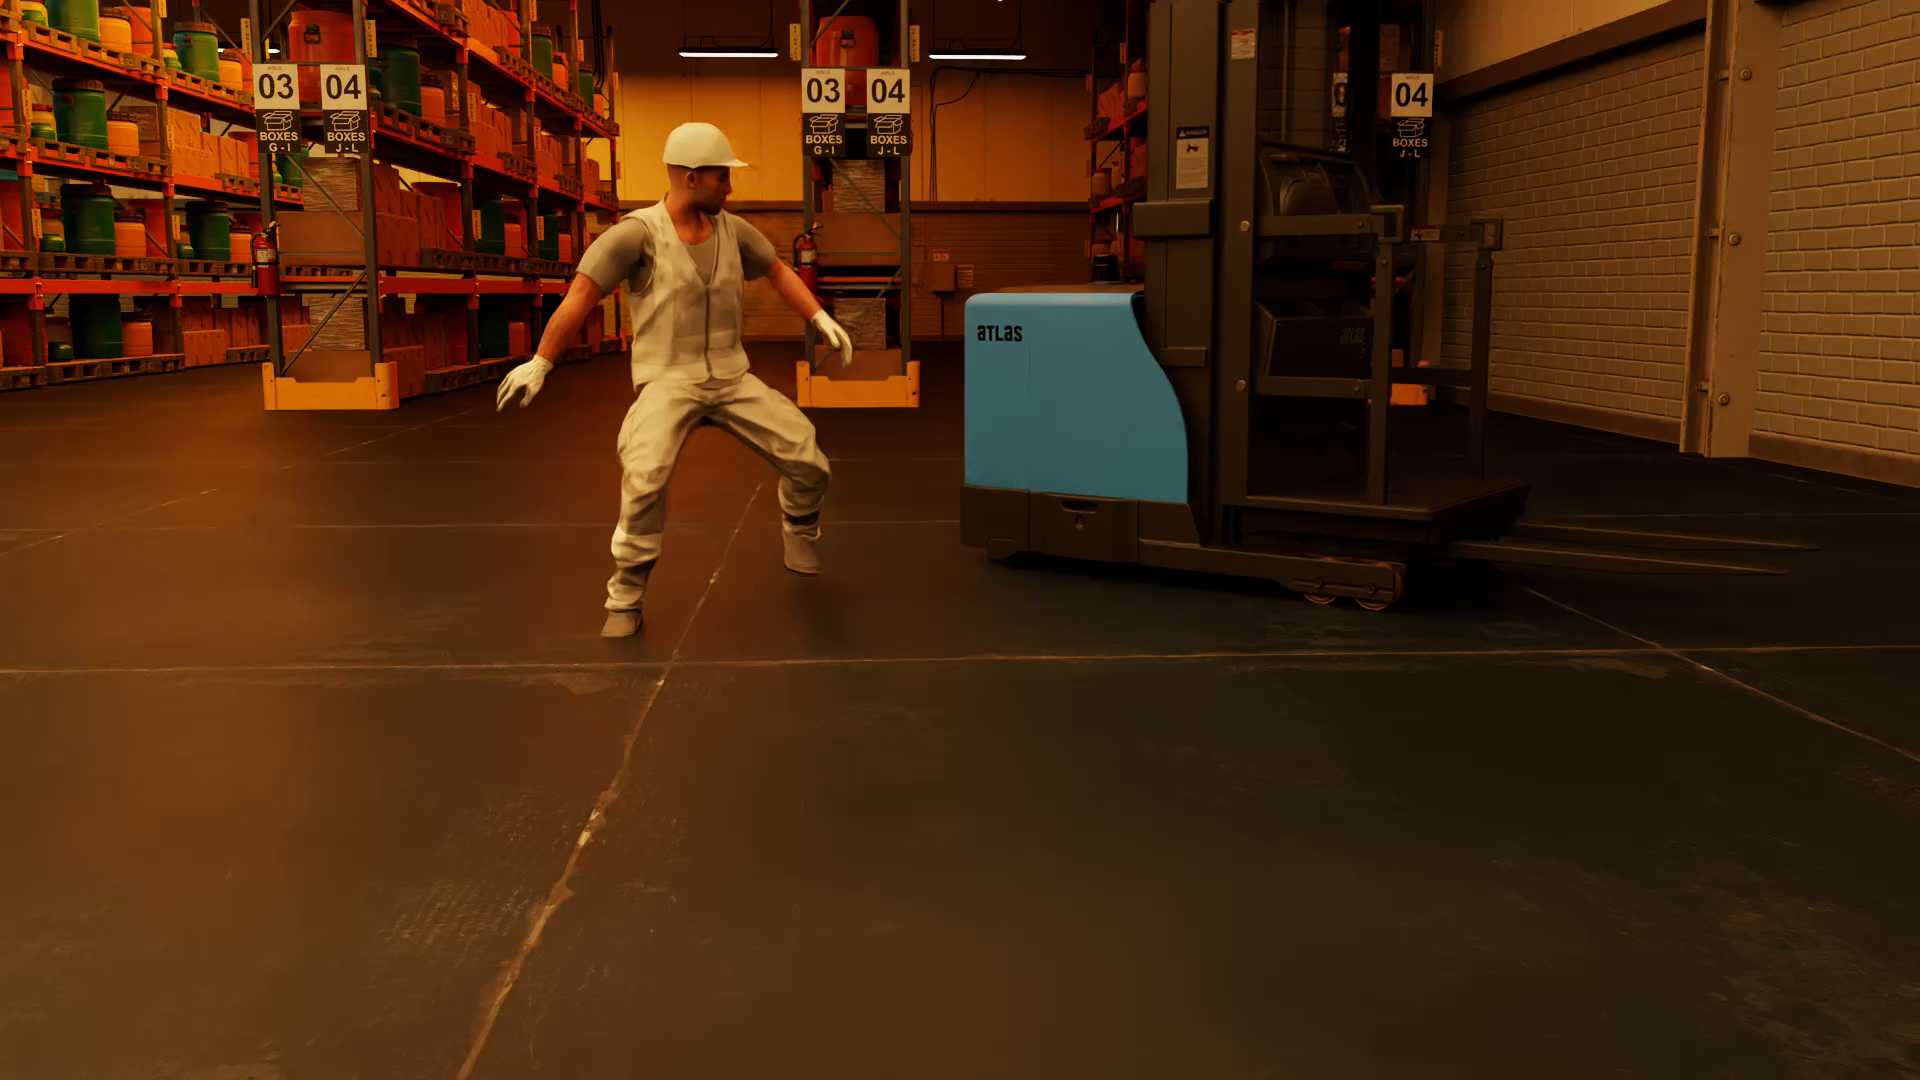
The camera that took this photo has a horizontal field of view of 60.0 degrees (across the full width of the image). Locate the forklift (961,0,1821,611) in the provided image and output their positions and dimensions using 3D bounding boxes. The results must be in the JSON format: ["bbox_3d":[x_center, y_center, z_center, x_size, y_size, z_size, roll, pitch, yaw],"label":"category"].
[{"bbox_3d":[1.496,-1.296,6.058,3.031,2.935,1.130,6,10,35],"label":"forklift"}]

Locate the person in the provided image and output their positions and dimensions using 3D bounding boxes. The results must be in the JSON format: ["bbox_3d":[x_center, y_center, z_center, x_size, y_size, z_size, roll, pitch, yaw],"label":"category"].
[{"bbox_3d":[-0.913,-0.517,5.473,1.189,1.663,0.510,-6,10,-34],"label":"person"}]
